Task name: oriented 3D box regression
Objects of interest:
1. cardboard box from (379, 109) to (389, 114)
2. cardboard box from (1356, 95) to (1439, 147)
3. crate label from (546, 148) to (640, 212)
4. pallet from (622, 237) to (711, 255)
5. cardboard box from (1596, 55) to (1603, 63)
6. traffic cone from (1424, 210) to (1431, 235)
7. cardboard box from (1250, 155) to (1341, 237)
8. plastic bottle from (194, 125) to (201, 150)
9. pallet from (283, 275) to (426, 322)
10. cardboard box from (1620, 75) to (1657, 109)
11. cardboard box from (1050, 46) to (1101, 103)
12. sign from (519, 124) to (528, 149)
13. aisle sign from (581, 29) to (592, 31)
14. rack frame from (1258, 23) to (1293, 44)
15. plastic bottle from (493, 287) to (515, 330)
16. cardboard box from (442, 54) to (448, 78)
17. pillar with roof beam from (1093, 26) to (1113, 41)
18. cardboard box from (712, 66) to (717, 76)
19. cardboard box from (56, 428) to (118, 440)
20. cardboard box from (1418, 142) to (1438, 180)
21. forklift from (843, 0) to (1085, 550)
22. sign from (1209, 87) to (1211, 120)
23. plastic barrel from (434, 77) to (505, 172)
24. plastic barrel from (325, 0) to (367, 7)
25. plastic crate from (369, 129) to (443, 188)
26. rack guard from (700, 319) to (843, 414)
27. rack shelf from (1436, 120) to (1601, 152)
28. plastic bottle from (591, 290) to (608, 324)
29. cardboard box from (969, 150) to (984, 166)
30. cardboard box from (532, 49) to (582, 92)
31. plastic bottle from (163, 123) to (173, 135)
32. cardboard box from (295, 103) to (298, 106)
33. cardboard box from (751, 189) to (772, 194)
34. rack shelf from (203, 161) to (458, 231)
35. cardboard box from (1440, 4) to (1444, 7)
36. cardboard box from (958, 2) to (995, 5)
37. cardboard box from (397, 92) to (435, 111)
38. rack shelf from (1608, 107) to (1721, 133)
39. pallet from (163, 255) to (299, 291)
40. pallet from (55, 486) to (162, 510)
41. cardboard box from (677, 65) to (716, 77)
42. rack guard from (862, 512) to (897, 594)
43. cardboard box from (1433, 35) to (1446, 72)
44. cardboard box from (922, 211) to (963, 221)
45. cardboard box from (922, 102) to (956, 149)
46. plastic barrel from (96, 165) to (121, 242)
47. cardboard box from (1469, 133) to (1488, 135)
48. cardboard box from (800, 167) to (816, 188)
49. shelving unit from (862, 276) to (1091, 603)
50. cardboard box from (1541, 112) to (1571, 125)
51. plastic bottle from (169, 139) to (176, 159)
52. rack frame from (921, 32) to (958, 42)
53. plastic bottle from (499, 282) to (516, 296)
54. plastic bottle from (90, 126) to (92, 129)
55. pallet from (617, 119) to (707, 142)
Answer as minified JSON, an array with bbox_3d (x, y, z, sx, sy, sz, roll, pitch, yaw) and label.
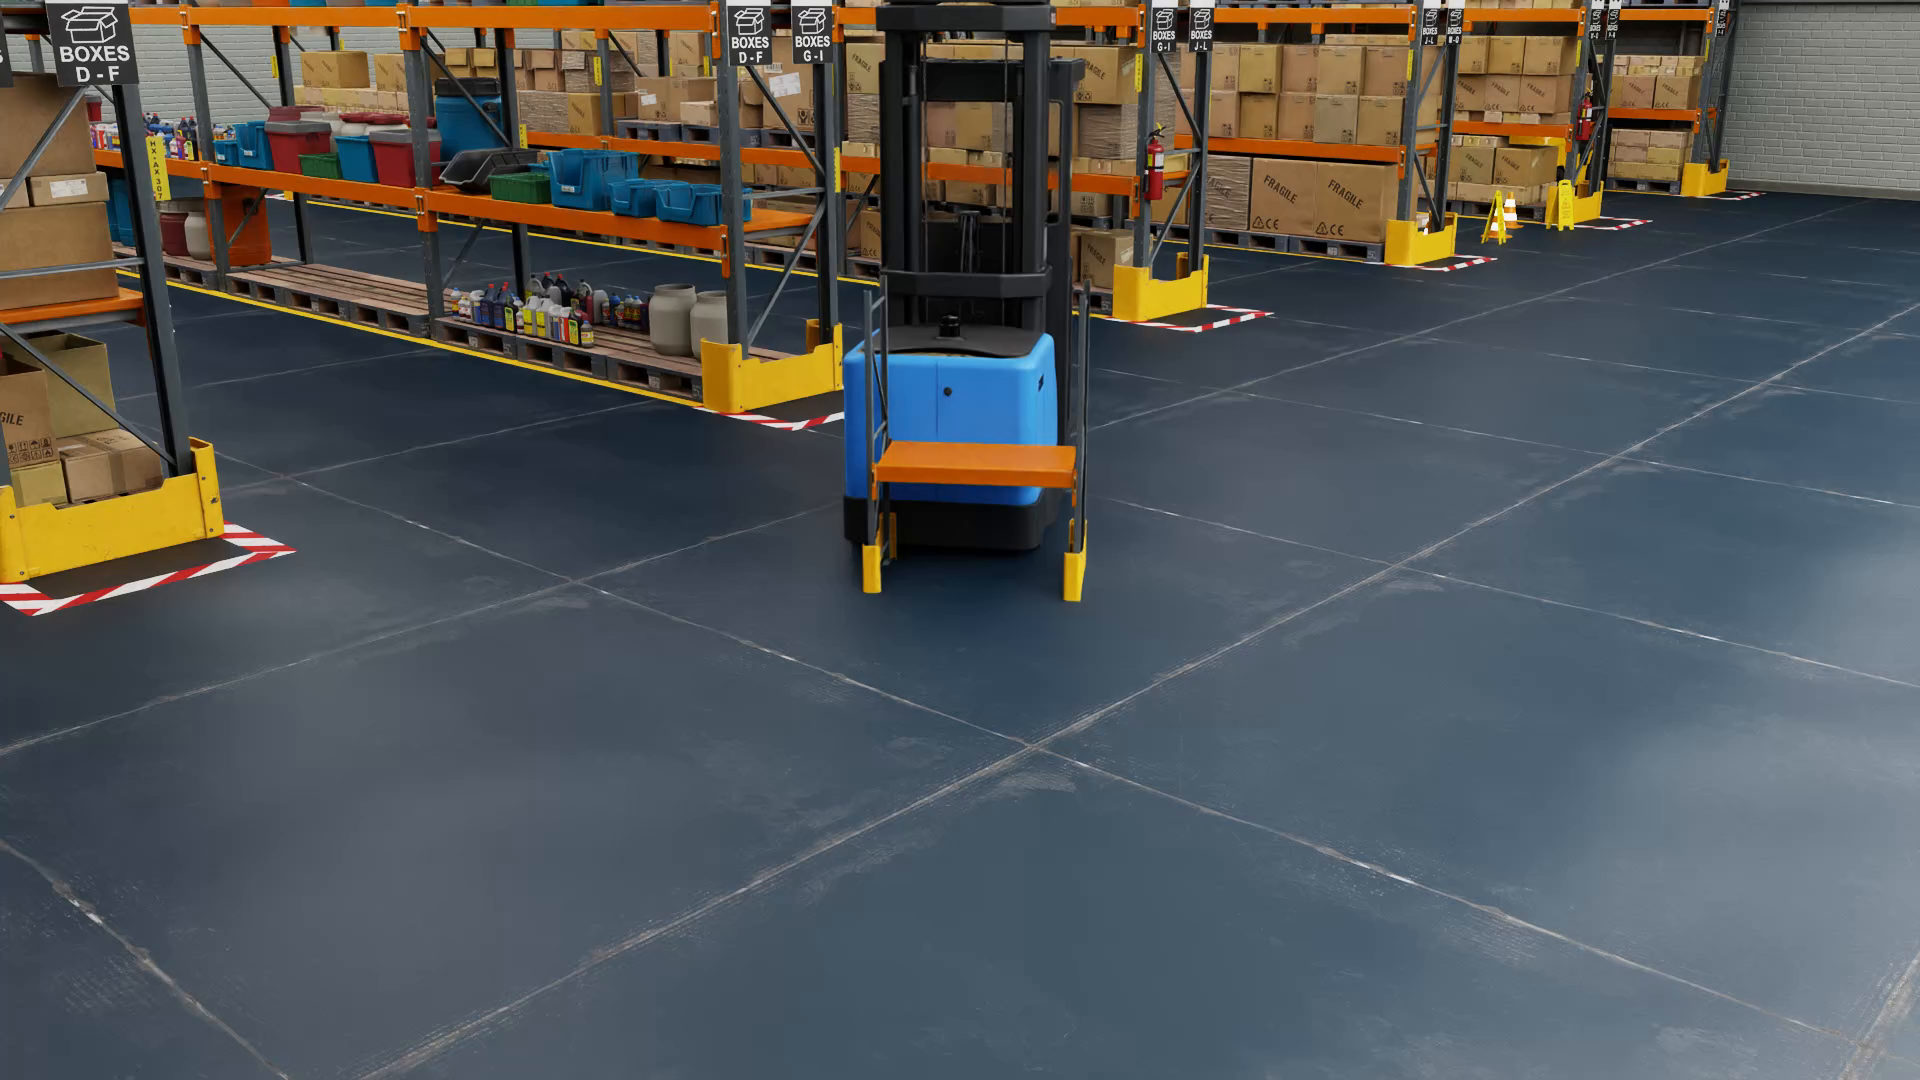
[{"bbox_3d":[-8.009,-6.046,23.617,0.250,0.149,0.380,16,23,40],"label":"cardboard box"},{"bbox_3d":[5.049,-4.851,19.192,0.550,0.550,0.875,15,23,39],"label":"cardboard box"},{"bbox_3d":[-2.855,-2.818,12.975,0.616,0.435,0.502,15,23,39],"label":"crate label"},{"bbox_3d":[-3.412,-3.734,20.528,1.213,0.211,1.003,15,23,39],"label":"pallet"},{"bbox_3d":[10.429,-7.736,26.800,0.250,0.149,0.380,16,23,40],"label":"cardboard box"},{"bbox_3d":[5.902,-3.935,20.744,0.334,0.463,0.336,15,23,39],"label":"traffic cone"},{"bbox_3d":[4.146,-4.201,20.207,0.875,0.875,0.875,15,23,38],"label":"cardboard box"},{"bbox_3d":[-8.429,-4.479,18.471,0.135,0.276,0.152,15,23,39],"label":"plastic bottle"},{"bbox_3d":[-5.821,-2.361,16.203,1.213,0.211,1.003,15,23,39],"label":"pallet"},{"bbox_3d":[10.934,-7.173,26.590,0.500,0.500,0.500,16,24,41],"label":"cardboard box"},{"bbox_3d":[1.035,-4.433,15.813,0.500,0.500,0.500,15,23,39],"label":"cardboard box"},{"bbox_3d":[-3.918,-3.551,14.883,0.005,0.325,0.100,15,23,39],"label":"sign"},{"bbox_3d":[-6.466,-9.250,29.002,0.004,0.787,0.394,15,23,39],"label":"aisle sign"},{"bbox_3d":[5.875,-8.586,31.207,0.127,3.000,1.000,15,23,39],"label":"rack frame"},{"bbox_3d":[-3.822,-1.950,13.948,0.185,0.351,0.144,14,22,37],"label":"plastic bottle"},{"bbox_3d":[-7.175,-6.605,23.482,0.500,0.500,0.500,15,23,39],"label":"cardboard box"},{"bbox_3d":[0.103,-11.618,30.844,0.400,9.000,9.100,15,23,39],"label":"pillar with roof beam"},{"bbox_3d":[-3.630,-7.306,25.912,0.250,0.149,0.380,17,24,42],"label":"cardboard box"},{"bbox_3d":[-5.220,-0.520,9.644,0.500,0.250,0.500,15,23,39],"label":"cardboard box"},{"bbox_3d":[6.631,-5.517,24.149,0.500,0.500,0.500,17,24,42],"label":"cardboard box"},{"bbox_3d":[0.131,-1.747,9.772,1.130,2.935,3.031,3,18,9],"label":"forklift"},{"bbox_3d":[2.348,-4.149,15.796,0.005,0.325,0.100,15,23,39],"label":"sign"},{"bbox_3d":[-4.379,-3.681,14.924,0.708,0.901,0.600,15,23,39],"label":"plastic barrel"},{"bbox_3d":[-5.305,-5.149,14.591,0.600,0.901,0.600,0,18,0],"label":"plastic barrel"},{"bbox_3d":[-4.856,-3.355,14.618,0.583,0.464,0.402,15,23,39],"label":"plastic crate"},{"bbox_3d":[-1.387,-1.306,12.402,0.348,0.500,1.175,15,23,39],"label":"rack guard"},{"bbox_3d":[7.070,-5.915,23.979,4.000,0.370,1.077,15,23,39],"label":"rack shelf"},{"bbox_3d":[-3.114,-2.007,14.252,0.135,0.276,0.152,16,23,40],"label":"plastic bottle"},{"bbox_3d":[0.306,-3.848,16.693,0.250,0.149,0.380,15,23,39],"label":"cardboard box"},{"bbox_3d":[-5.017,-6.028,21.323,0.637,0.503,0.797,16,23,40],"label":"cardboard box"},{"bbox_3d":[-8.909,-4.555,18.719,0.097,0.271,0.097,0,18,0],"label":"plastic bottle"},{"bbox_3d":[-9.932,-6.561,25.241,0.250,0.149,0.380,15,23,40],"label":"cardboard box"},{"bbox_3d":[-2.629,-3.888,19.808,0.700,0.500,0.500,-16,24,-41],"label":"cardboard box"},{"bbox_3d":[-5.787,-3.355,15.914,4.000,0.370,1.077,15,23,39],"label":"rack shelf"},{"bbox_3d":[6.800,-7.541,23.370,0.250,0.149,0.380,15,23,40],"label":"cardboard box"},{"bbox_3d":[0.326,-5.316,16.192,0.500,0.250,0.500,15,23,38],"label":"cardboard box"},{"bbox_3d":[-7.491,-6.123,23.202,0.500,0.250,0.500,14,23,38],"label":"cardboard box"},{"bbox_3d":[10.362,-7.038,27.520,4.000,0.370,1.077,15,23,39],"label":"rack shelf"},{"bbox_3d":[-7.900,-2.919,17.961,1.213,0.211,1.003,15,23,39],"label":"pallet"},{"bbox_3d":[-5.190,-0.188,9.356,1.213,0.211,1.003,15,23,39],"label":"pallet"},{"bbox_3d":[-4.168,-7.348,26.649,0.500,0.500,0.500,15,23,39],"label":"cardboard box"},{"bbox_3d":[-0.409,0.062,8.501,0.087,0.250,0.587,2,18,7],"label":"rack guard"},{"bbox_3d":[6.935,-6.889,23.551,0.500,0.500,0.700,15,23,39],"label":"cardboard box"},{"bbox_3d":[-0.297,-3.223,17.747,0.500,0.500,0.500,-10,20,-28],"label":"cardboard box"},{"bbox_3d":[0.084,-4.316,17.096,0.500,0.500,0.875,15,23,39],"label":"cardboard box"},{"bbox_3d":[-9.879,-3.990,19.499,0.708,0.901,0.600,15,23,39],"label":"plastic barrel"},{"bbox_3d":[9.020,-6.981,28.348,0.500,0.250,0.500,15,23,38],"label":"cardboard box"},{"bbox_3d":[-2.085,-5.611,25.272,0.500,0.500,0.500,14,22,37],"label":"cardboard box"},{"bbox_3d":[0.085,-0.515,8.255,1.083,1.500,0.587,2,18,7],"label":"shelving unit"},{"bbox_3d":[8.145,-5.763,22.727,0.250,0.149,0.380,16,24,41],"label":"cardboard box"},{"bbox_3d":[-8.188,-4.083,17.346,0.097,0.201,0.097,0,18,0],"label":"plastic bottle"},{"bbox_3d":[-0.409,-8.265,30.197,0.127,3.000,1.000,15,23,39],"label":"rack frame"},{"bbox_3d":[-3.867,-2.020,14.170,0.185,0.351,0.144,15,23,39],"label":"plastic bottle"},{"bbox_3d":[-9.908,-4.591,18.824,0.135,0.276,0.152,15,23,39],"label":"plastic bottle"},{"bbox_3d":[-3.391,-5.010,20.256,1.003,0.211,1.213,15,23,39],"label":"pallet"}]
